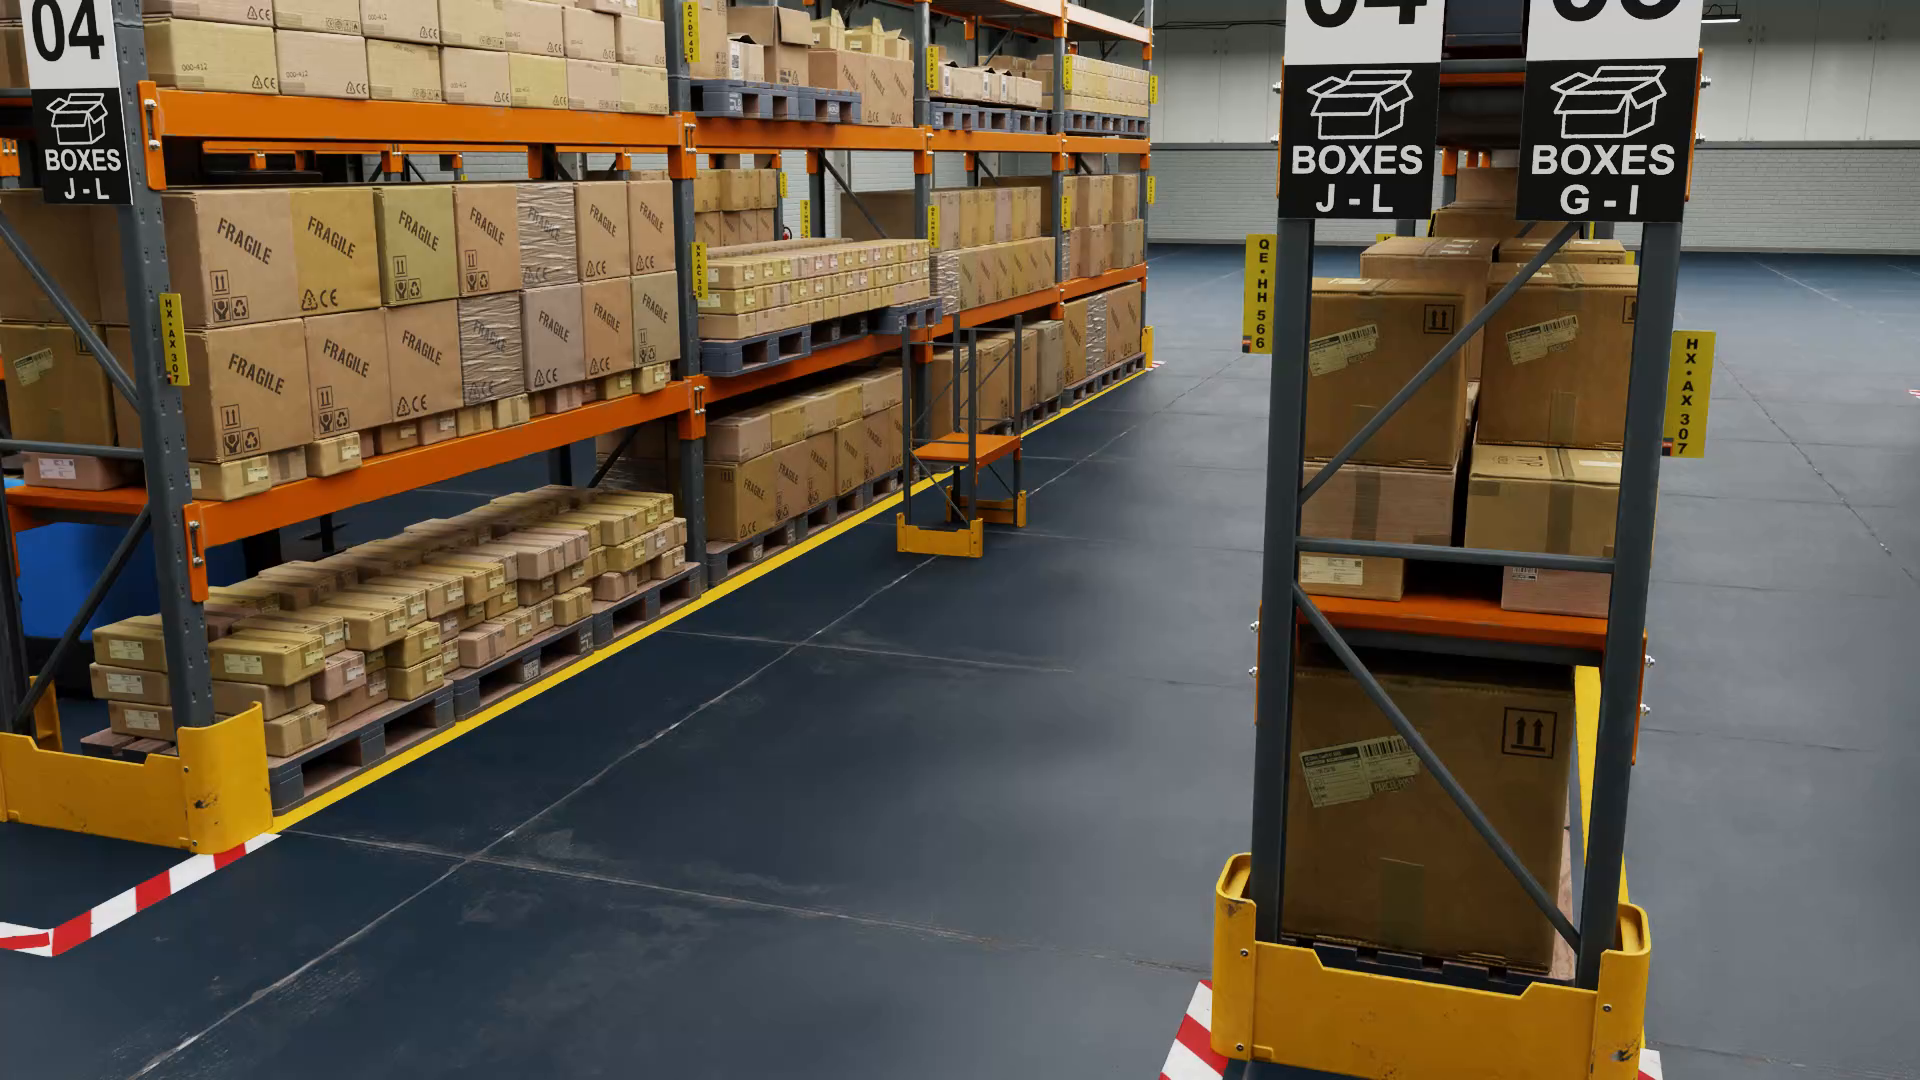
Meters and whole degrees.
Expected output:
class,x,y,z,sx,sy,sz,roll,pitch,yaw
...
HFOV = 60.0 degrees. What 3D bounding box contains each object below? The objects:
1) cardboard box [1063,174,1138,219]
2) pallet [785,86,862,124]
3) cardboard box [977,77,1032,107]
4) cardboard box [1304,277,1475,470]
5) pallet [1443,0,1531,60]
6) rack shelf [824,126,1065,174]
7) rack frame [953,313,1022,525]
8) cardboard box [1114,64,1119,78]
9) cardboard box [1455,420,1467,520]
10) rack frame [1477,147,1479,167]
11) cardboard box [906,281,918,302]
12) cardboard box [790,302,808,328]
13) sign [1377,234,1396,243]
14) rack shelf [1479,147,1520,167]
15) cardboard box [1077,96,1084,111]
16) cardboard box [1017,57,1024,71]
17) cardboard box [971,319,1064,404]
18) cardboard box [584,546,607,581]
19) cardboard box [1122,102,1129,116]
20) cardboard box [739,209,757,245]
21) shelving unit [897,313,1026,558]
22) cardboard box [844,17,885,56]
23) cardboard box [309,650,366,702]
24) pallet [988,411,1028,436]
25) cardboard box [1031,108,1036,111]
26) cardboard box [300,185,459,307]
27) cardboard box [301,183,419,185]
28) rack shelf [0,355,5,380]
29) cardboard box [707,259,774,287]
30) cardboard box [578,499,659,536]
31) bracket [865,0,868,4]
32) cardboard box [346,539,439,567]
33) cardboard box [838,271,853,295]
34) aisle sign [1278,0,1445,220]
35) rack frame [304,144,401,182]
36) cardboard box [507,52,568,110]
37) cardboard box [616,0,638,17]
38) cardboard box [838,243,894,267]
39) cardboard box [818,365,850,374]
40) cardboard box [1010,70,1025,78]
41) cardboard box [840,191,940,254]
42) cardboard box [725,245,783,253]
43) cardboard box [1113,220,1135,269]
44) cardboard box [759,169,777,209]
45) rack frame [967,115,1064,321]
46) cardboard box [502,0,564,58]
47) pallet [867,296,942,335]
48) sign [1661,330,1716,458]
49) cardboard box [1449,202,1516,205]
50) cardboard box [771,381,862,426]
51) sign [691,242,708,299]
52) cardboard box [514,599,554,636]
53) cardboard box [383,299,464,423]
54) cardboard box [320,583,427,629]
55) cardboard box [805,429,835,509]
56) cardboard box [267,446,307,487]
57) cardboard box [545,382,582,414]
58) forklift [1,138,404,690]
class,x,y,z,sx,sy,sz,roll,pitch,yaw
cardboard box,1.700,-4.225,20.492,0.875,0.550,0.550,4,14,18
pallet,-1.393,-2.885,11.070,1.213,0.211,1.003,4,14,18
cardboard box,0.371,-4.225,15.686,0.500,0.250,0.500,4,14,18
cardboard box,1.249,-0.512,4.974,0.500,0.500,0.500,5,14,19
pallet,1.570,-1.529,4.905,1.003,0.211,1.213,4,14,18
rack shelf,-0.085,-3.549,15.170,1.077,0.370,4.000,4,14,18
rack frame,0.192,-0.856,11.869,0.500,1.500,0.032,4,14,18
cardboard box,1.575,-5.266,18.682,0.380,0.149,0.250,4,14,19
cardboard box,1.411,-0.253,5.523,0.500,0.250,0.500,4,13,17
rack frame,5.223,-2.480,15.611,1.000,3.000,0.127,4,14,18
cardboard box,-0.538,-1.909,12.732,0.380,0.149,0.250,4,14,18
cardboard box,-1.212,-1.470,10.807,0.380,0.149,0.250,4,14,19
sign,2.118,-1.358,8.273,0.100,0.325,0.005,4,14,18
rack shelf,5.870,-4.012,17.202,1.077,0.370,4.000,4,14,18
cardboard box,1.084,-4.558,17.373,0.380,0.149,0.250,4,14,19
cardboard box,0.461,-4.993,17.488,0.380,0.149,0.250,4,14,18
cardboard box,0.447,-1.829,16.872,1.050,0.750,0.750,4,14,18
cardboard box,-2.147,0.117,9.029,0.380,0.149,0.250,4,14,19
cardboard box,1.740,-4.985,19.242,0.380,0.149,0.250,4,13,18
cardboard box,-2.941,-3.990,21.335,0.500,0.500,0.500,4,14,19
shelving unit,0.025,-0.747,11.391,0.587,1.500,1.083,4,14,18
cardboard box,-0.769,-3.687,12.216,0.396,0.266,0.258,4,14,18
cardboard box,-2.766,0.563,7.074,0.380,0.149,0.250,4,14,18
pallet,-0.009,-1.073,15.715,1.003,0.211,1.213,4,14,18
cardboard box,0.624,-4.713,18.049,0.380,0.149,0.250,4,14,19
cardboard box,-2.577,-1.303,7.314,0.500,0.500,0.500,4,13,17
cardboard box,-2.916,-1.455,7.983,0.500,0.500,0.500,4,13,16
rack shelf,-7.389,-0.737,9.592,1.077,0.370,4.000,4,14,18
cardboard box,-1.379,-1.655,10.282,0.380,0.149,0.250,5,14,20
cardboard box,-1.940,-0.128,9.435,0.380,0.149,0.250,5,14,19
bracket,-2.342,-12.842,39.439,0.235,0.232,0.430,4,14,18
cardboard box,-2.863,0.106,8.407,0.380,0.149,0.250,4,14,19
cardboard box,-0.959,-1.780,11.499,0.380,0.149,0.250,4,13,17
aisle sign,1.033,-1.227,4.280,0.394,0.787,0.004,4,14,18
rack frame,-5.448,-2.351,15.047,1.000,3.000,0.127,4,14,18
cardboard box,-2.266,-2.229,8.108,0.500,0.250,0.500,4,14,18
cardboard box,-1.945,-2.859,8.850,0.380,0.149,0.250,5,14,20
cardboard box,-0.708,-2.088,12.177,0.380,0.149,0.250,5,14,20
cardboard box,-1.184,-1.240,13.167,0.500,0.250,0.500,4,13,16
cardboard box,0.479,-4.768,17.396,0.500,0.250,0.500,4,14,18
cardboard box,-0.577,-2.646,13.868,0.700,0.500,0.500,4,14,18
cardboard box,-1.488,-2.028,11.916,0.380,0.149,0.250,5,14,20
cardboard box,1.622,-3.575,20.071,0.875,0.550,0.550,4,14,18
cardboard box,-2.818,-4.593,21.732,0.700,0.500,0.500,4,13,17
rack frame,0.563,-2.858,17.269,1.000,3.000,0.127,4,14,18
cardboard box,-2.278,-2.472,8.052,0.500,0.250,0.500,5,14,21
pallet,-0.861,-1.765,12.909,1.213,0.211,1.003,4,14,18
sign,1.864,-0.373,4.256,0.100,0.325,0.005,4,14,18
cardboard box,3.463,-1.885,10.529,0.797,0.503,0.637,5,14,20
cardboard box,-1.037,-0.992,12.080,0.500,0.250,0.500,5,14,20
sign,-1.510,-1.558,9.629,0.100,0.325,0.005,4,14,18
cardboard box,-2.313,0.387,8.516,0.380,0.149,0.250,5,14,19
cardboard box,-2.594,-0.817,7.432,0.500,0.500,0.500,5,14,19
cardboard box,-2.649,0.309,7.519,0.380,0.149,0.250,4,13,16
cardboard box,-1.210,-0.519,11.695,0.500,0.500,0.500,5,14,19
cardboard box,-2.862,-0.310,6.670,0.380,0.149,0.250,5,14,20
cardboard box,-2.186,-0.748,8.590,0.380,0.149,0.250,4,13,16
forklift,-4.189,-0.987,9.228,1.130,2.935,3.031,4,13,15
